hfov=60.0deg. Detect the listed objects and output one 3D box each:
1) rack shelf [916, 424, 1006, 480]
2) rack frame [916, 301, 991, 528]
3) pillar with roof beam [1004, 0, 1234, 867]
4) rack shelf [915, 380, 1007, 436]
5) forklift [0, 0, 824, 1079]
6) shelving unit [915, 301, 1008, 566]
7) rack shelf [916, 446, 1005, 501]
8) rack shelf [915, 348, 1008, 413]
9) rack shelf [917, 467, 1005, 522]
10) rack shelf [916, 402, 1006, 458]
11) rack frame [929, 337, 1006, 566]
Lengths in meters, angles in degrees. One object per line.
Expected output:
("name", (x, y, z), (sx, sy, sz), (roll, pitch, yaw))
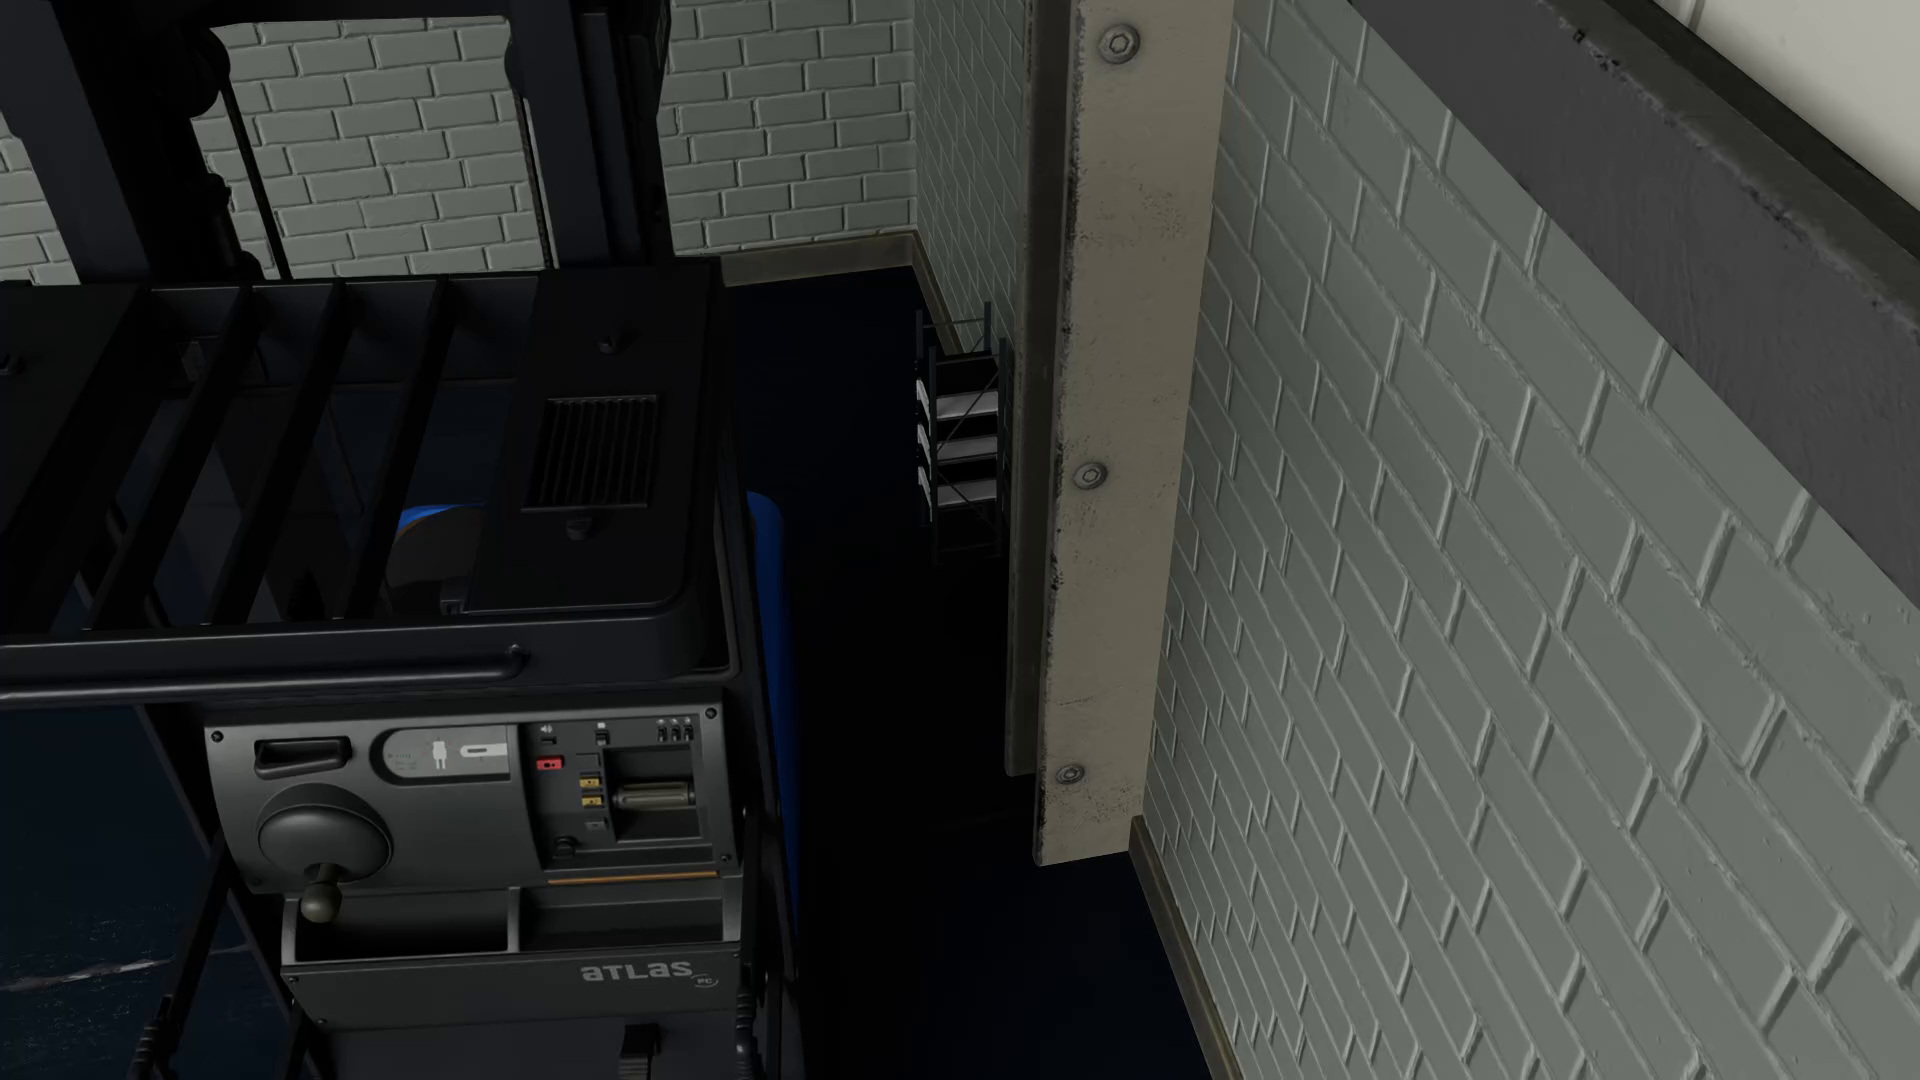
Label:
("rack shelf", (0.002, -0.306, 5.467), (0.258, 0.077, 0.200), (-8, 42, -9))
("rack frame", (-0.020, -0.397, 5.520), (0.240, 0.900, 0.006), (-8, 42, -9))
("pillar with roof beam", (-3.880, -1.974, 1.195), (9.100, 9.000, 0.400), (-8, 42, -9))
("rack shelf", (0.002, -0.441, 5.348), (0.258, 0.077, 0.200), (-8, 42, -9))
("forklift", (-0.876, 0.570, 2.900), (1.130, 2.935, 3.031), (-2, 42, -3))
("shelving unit", (0.002, -0.331, 5.445), (0.258, 0.900, 0.210), (-8, 42, -9))
("rack shelf", (0.002, -0.239, 5.527), (0.258, 0.077, 0.200), (-8, 42, -9))
("rack shelf", (0.002, -0.508, 5.288), (0.258, 0.077, 0.200), (-8, 42, -9))
("rack shelf", (0.002, -0.172, 5.587), (0.258, 0.077, 0.200), (-8, 42, -9))
("rack shelf", (0.002, -0.374, 5.408), (0.258, 0.077, 0.200), (-8, 42, -9))
("rack frame", (0.024, -0.265, 5.371), (0.240, 0.900, 0.006), (-8, 42, -9))
